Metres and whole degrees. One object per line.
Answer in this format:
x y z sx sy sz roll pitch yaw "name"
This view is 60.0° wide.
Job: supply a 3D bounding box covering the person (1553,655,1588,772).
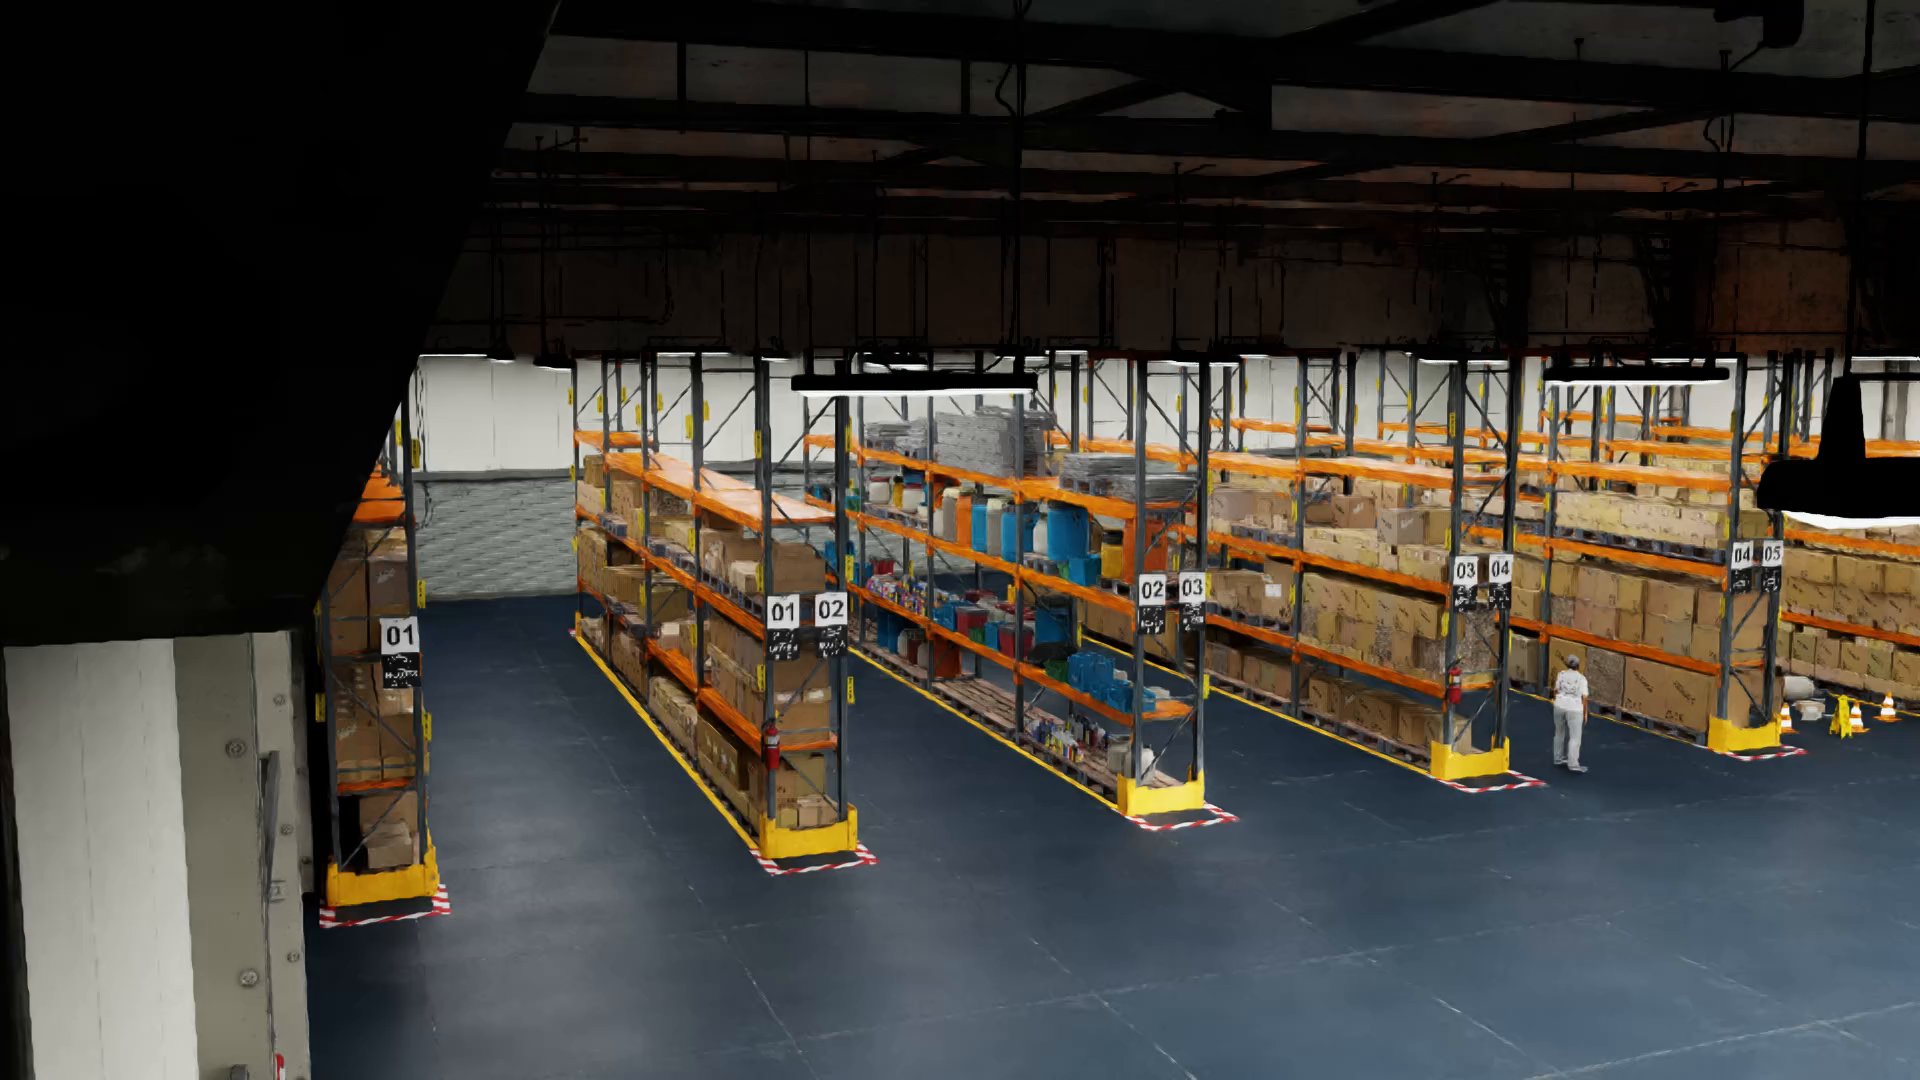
8.903 2.493 24.194 0.463 1.673 0.576 -6 10 -42 "person"
